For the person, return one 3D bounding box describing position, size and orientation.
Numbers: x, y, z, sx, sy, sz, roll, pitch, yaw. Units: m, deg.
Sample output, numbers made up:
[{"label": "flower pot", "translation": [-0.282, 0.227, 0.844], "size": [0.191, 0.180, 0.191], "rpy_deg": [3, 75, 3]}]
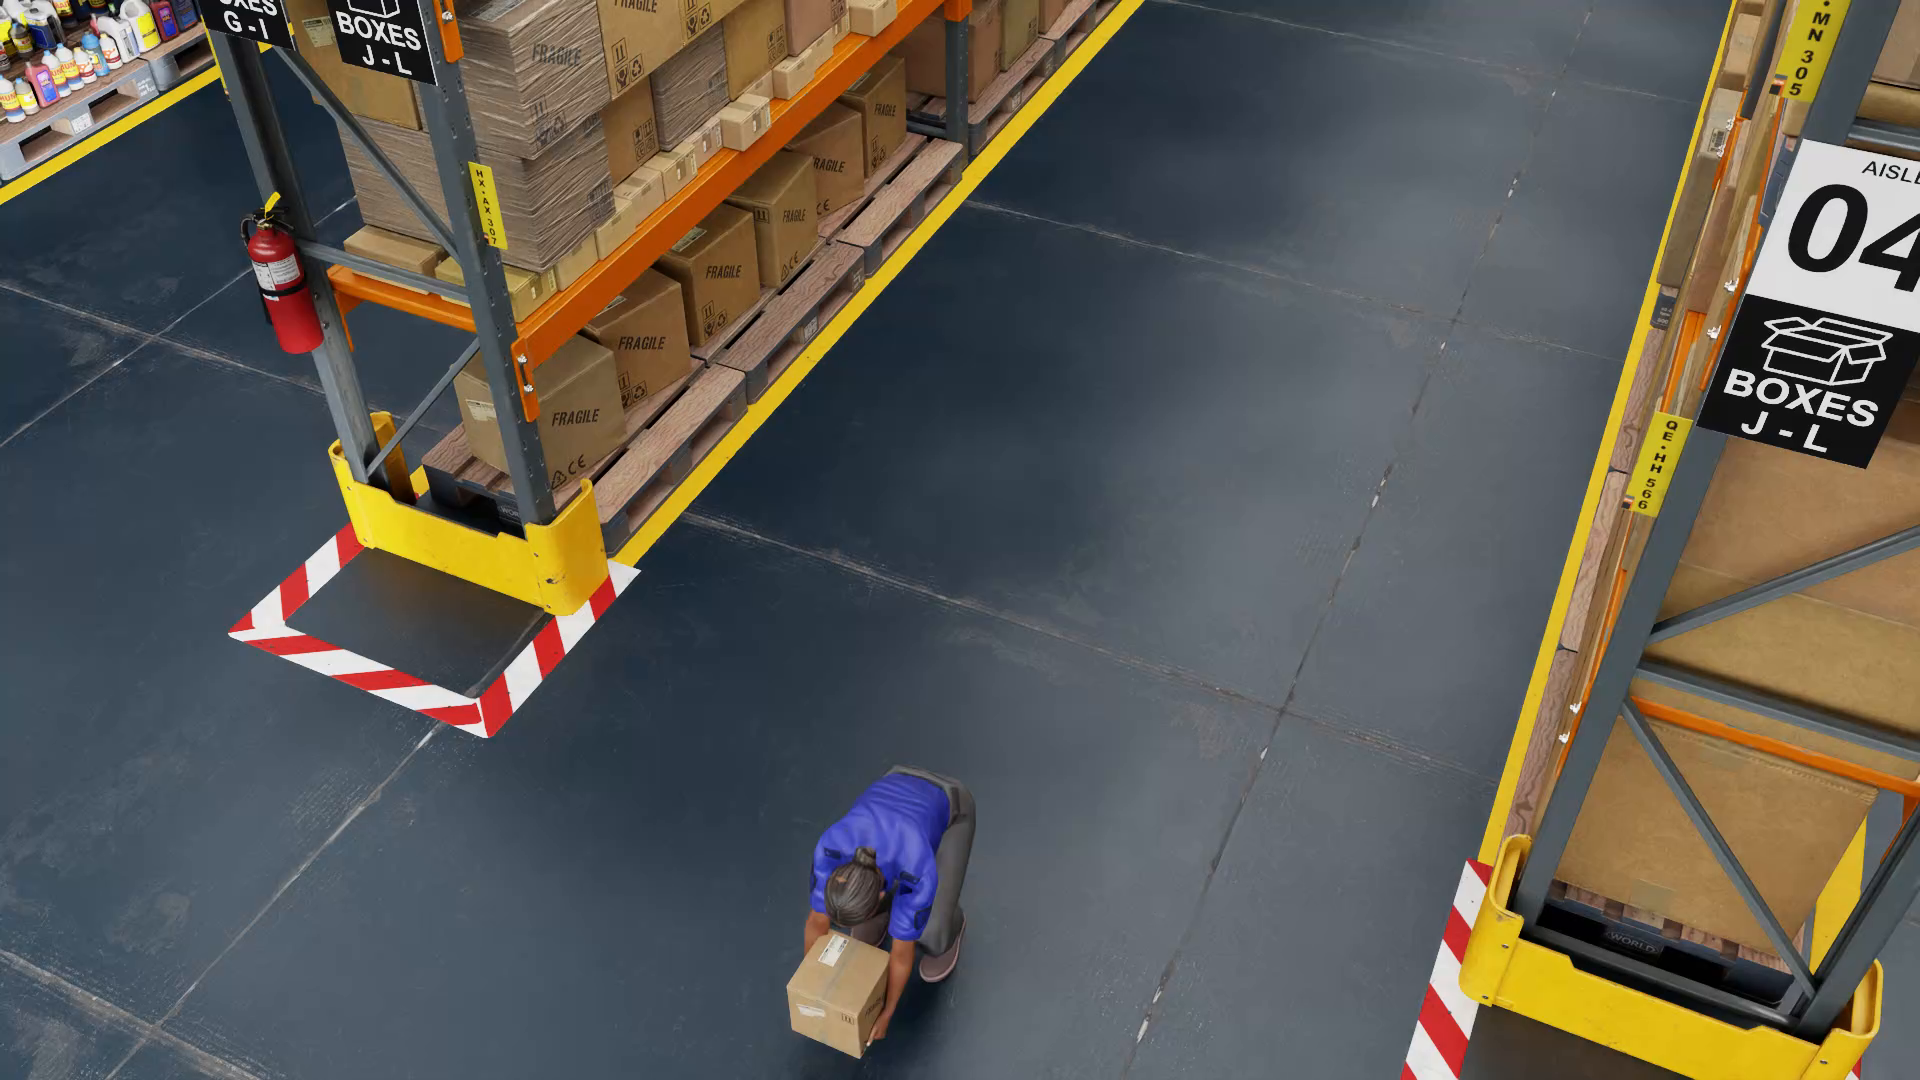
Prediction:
[{"label": "person", "translation": [-0.231, 1.140, 5.443], "size": [0.472, 0.946, 0.851], "rpy_deg": [16, 45, 17]}]
